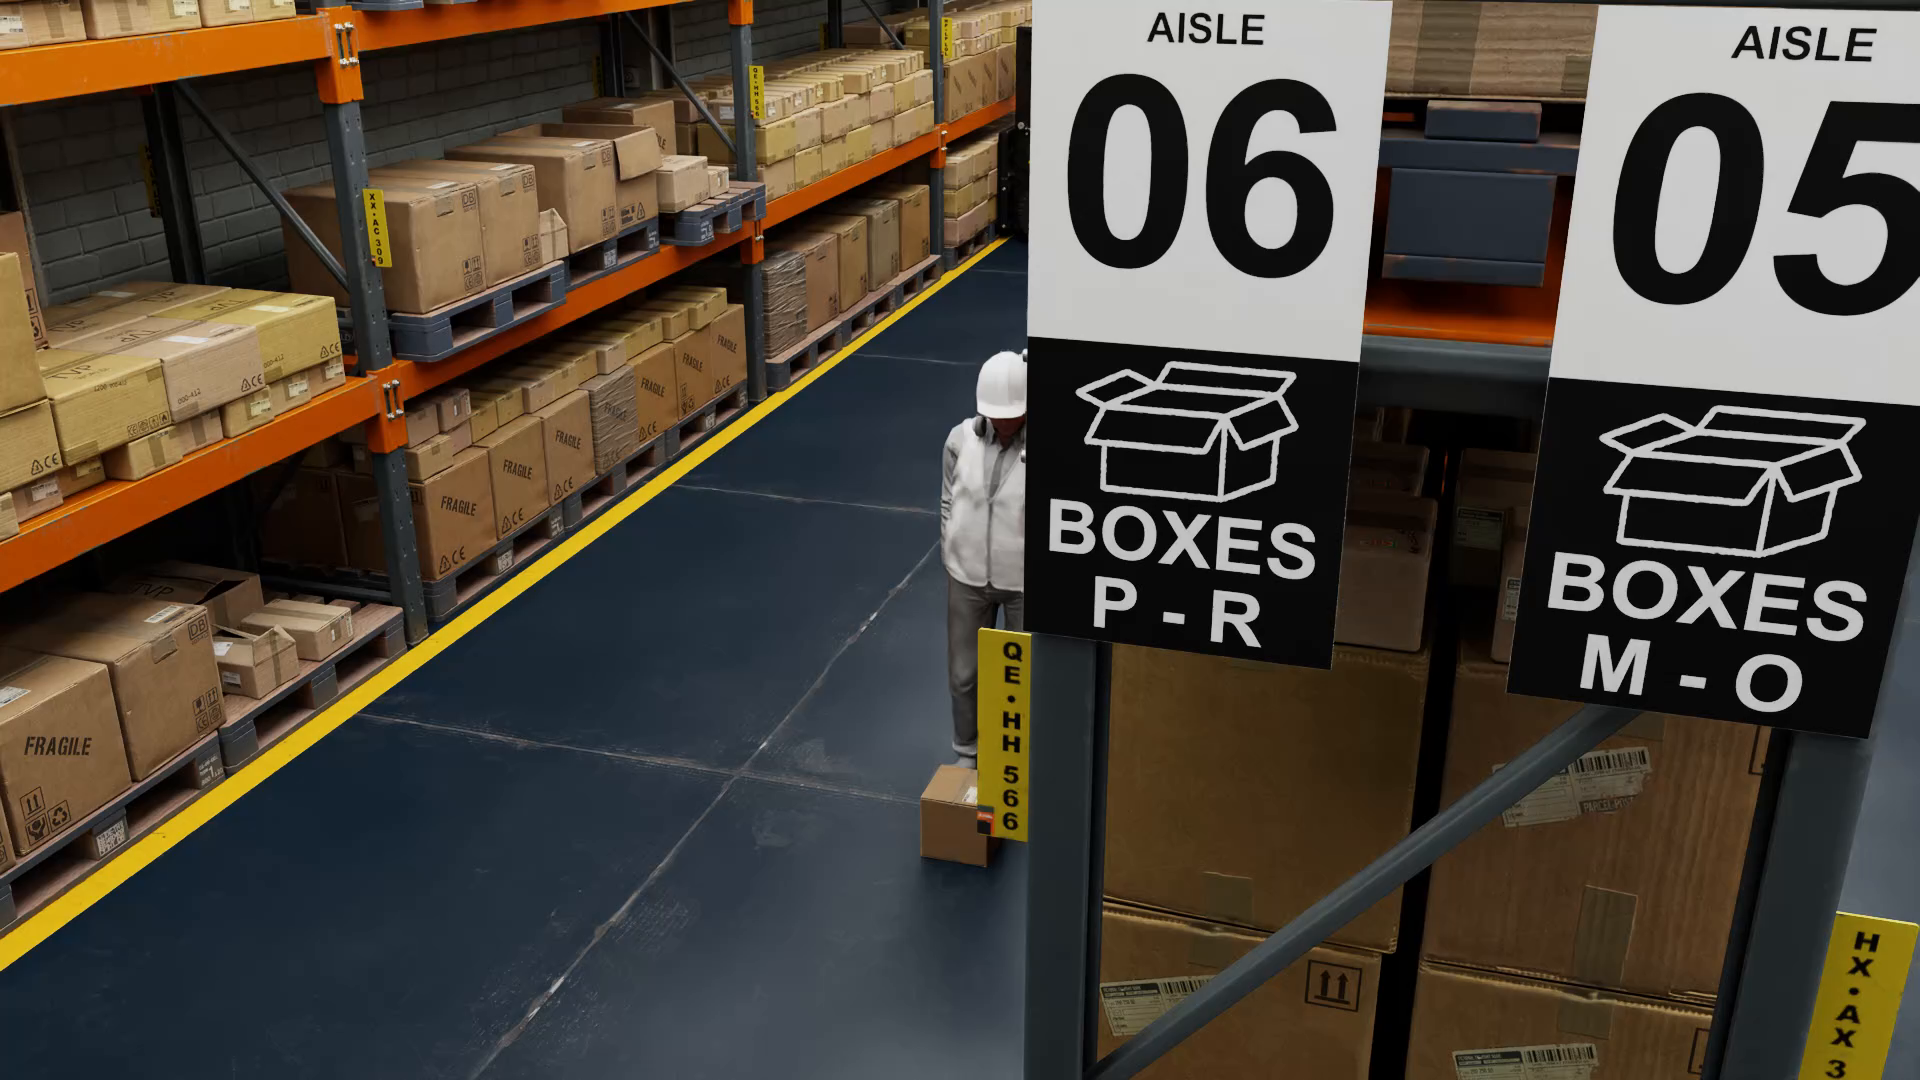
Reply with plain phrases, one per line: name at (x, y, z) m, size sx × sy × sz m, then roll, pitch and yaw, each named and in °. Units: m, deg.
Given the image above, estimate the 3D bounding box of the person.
person at (0.179, 0.139, 6.232) m, size 0.538 × 1.759 × 0.379 m, roll 7°, pitch 23°, yaw 16°
